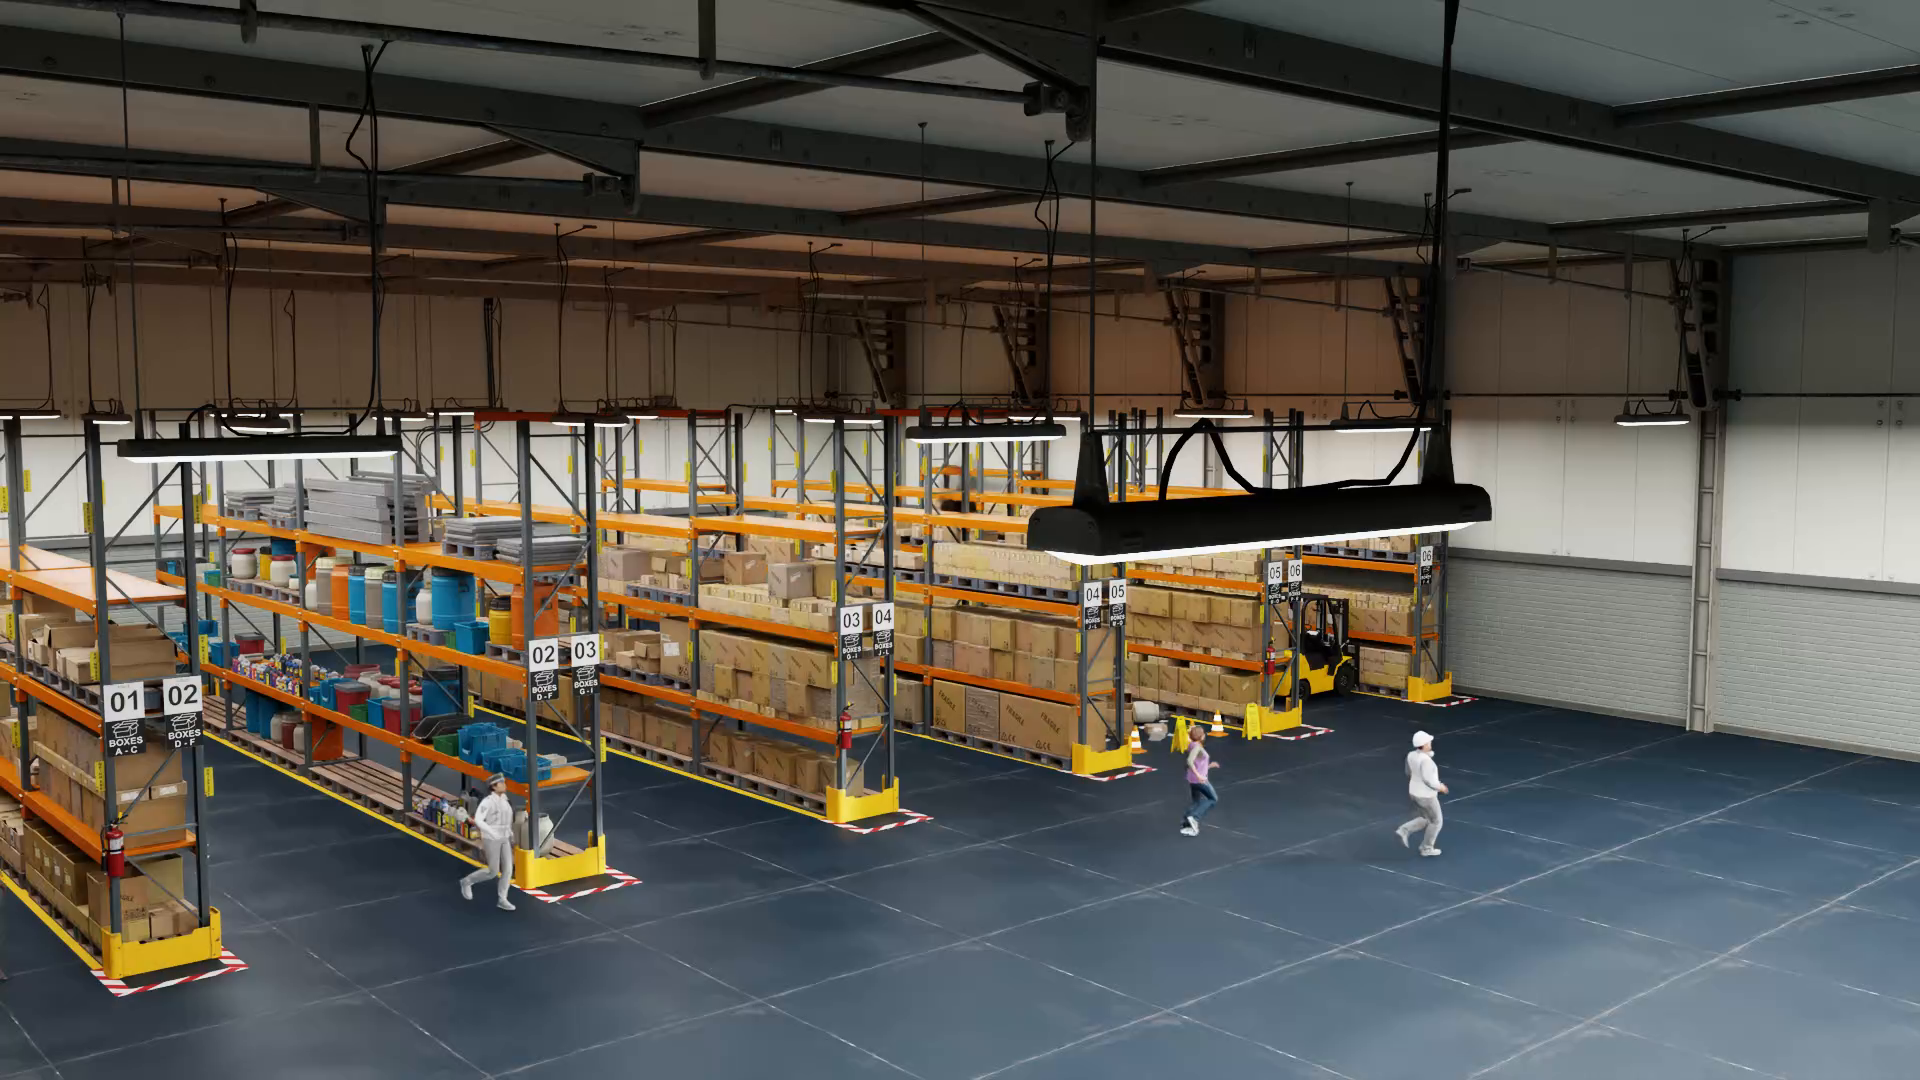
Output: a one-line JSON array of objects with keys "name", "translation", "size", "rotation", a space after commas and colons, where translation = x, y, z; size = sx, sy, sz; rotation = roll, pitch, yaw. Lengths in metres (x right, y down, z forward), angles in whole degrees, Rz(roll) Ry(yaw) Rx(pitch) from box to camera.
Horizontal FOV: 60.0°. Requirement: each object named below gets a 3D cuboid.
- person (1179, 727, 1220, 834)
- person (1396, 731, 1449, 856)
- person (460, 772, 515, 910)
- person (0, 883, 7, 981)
[{"name": "person", "translation": [3.442, 3.447, 23.823], "size": [0.596, 1.562, 0.515], "rotation": [-1, 5, -9]}, {"name": "person", "translation": [6.316, 3.472, 22.759], "size": [0.614, 1.722, 0.659], "rotation": [-1, 5, -11]}, {"name": "person", "translation": [-5.746, 3.699, 20.627], "size": [0.783, 1.640, 0.674], "rotation": [2, 5, 20]}, {"name": "person", "translation": [-10.679, 3.925, 18.116], "size": [0.851, 1.649, 0.579], "rotation": [3, 6, 34]}]
